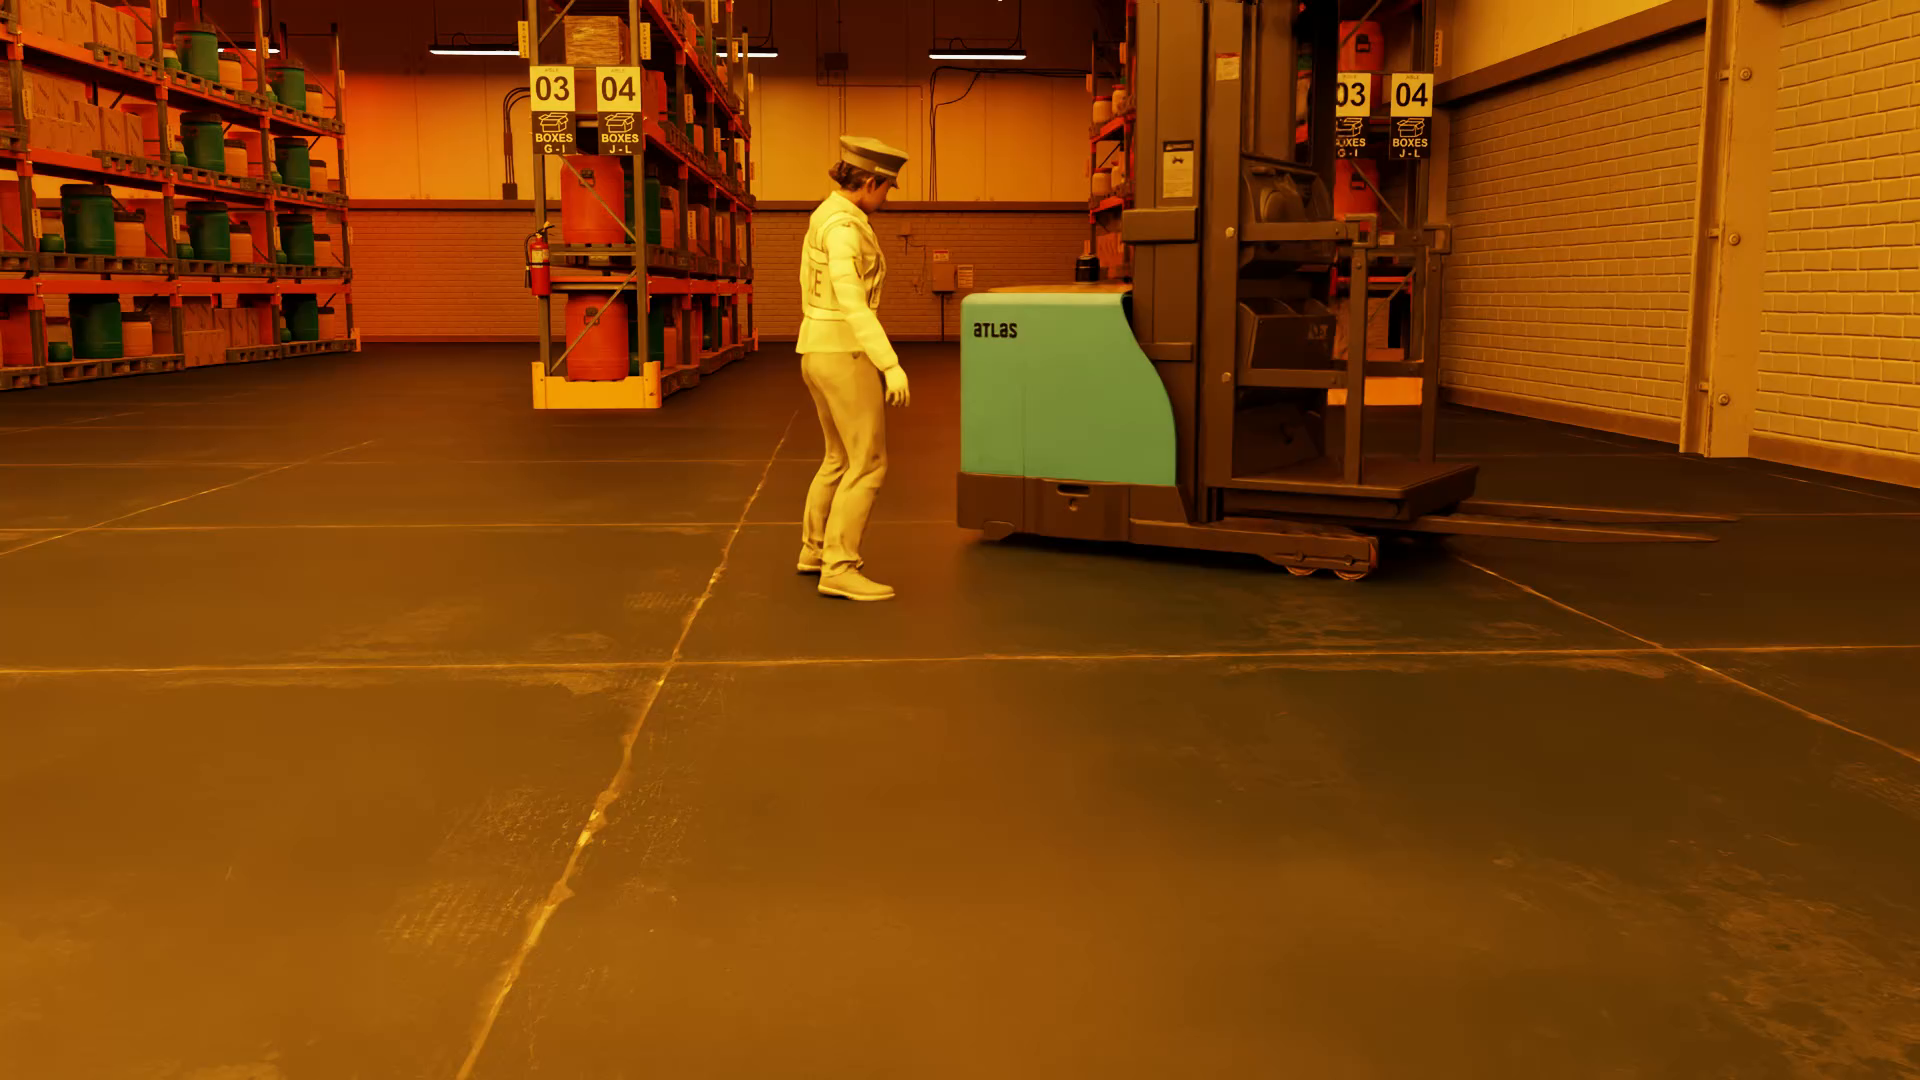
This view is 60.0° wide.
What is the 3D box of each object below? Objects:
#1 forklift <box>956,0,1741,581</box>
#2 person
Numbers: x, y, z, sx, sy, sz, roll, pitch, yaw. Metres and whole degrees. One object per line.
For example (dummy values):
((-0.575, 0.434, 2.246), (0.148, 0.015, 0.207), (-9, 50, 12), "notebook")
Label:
((1.510, -1.385, 6.656), (3.031, 2.935, 1.130), (5, 10, 31), "forklift")
((-0.399, -0.634, 6.069), (0.388, 1.633, 0.832), (-2, 9, -14), "person")
